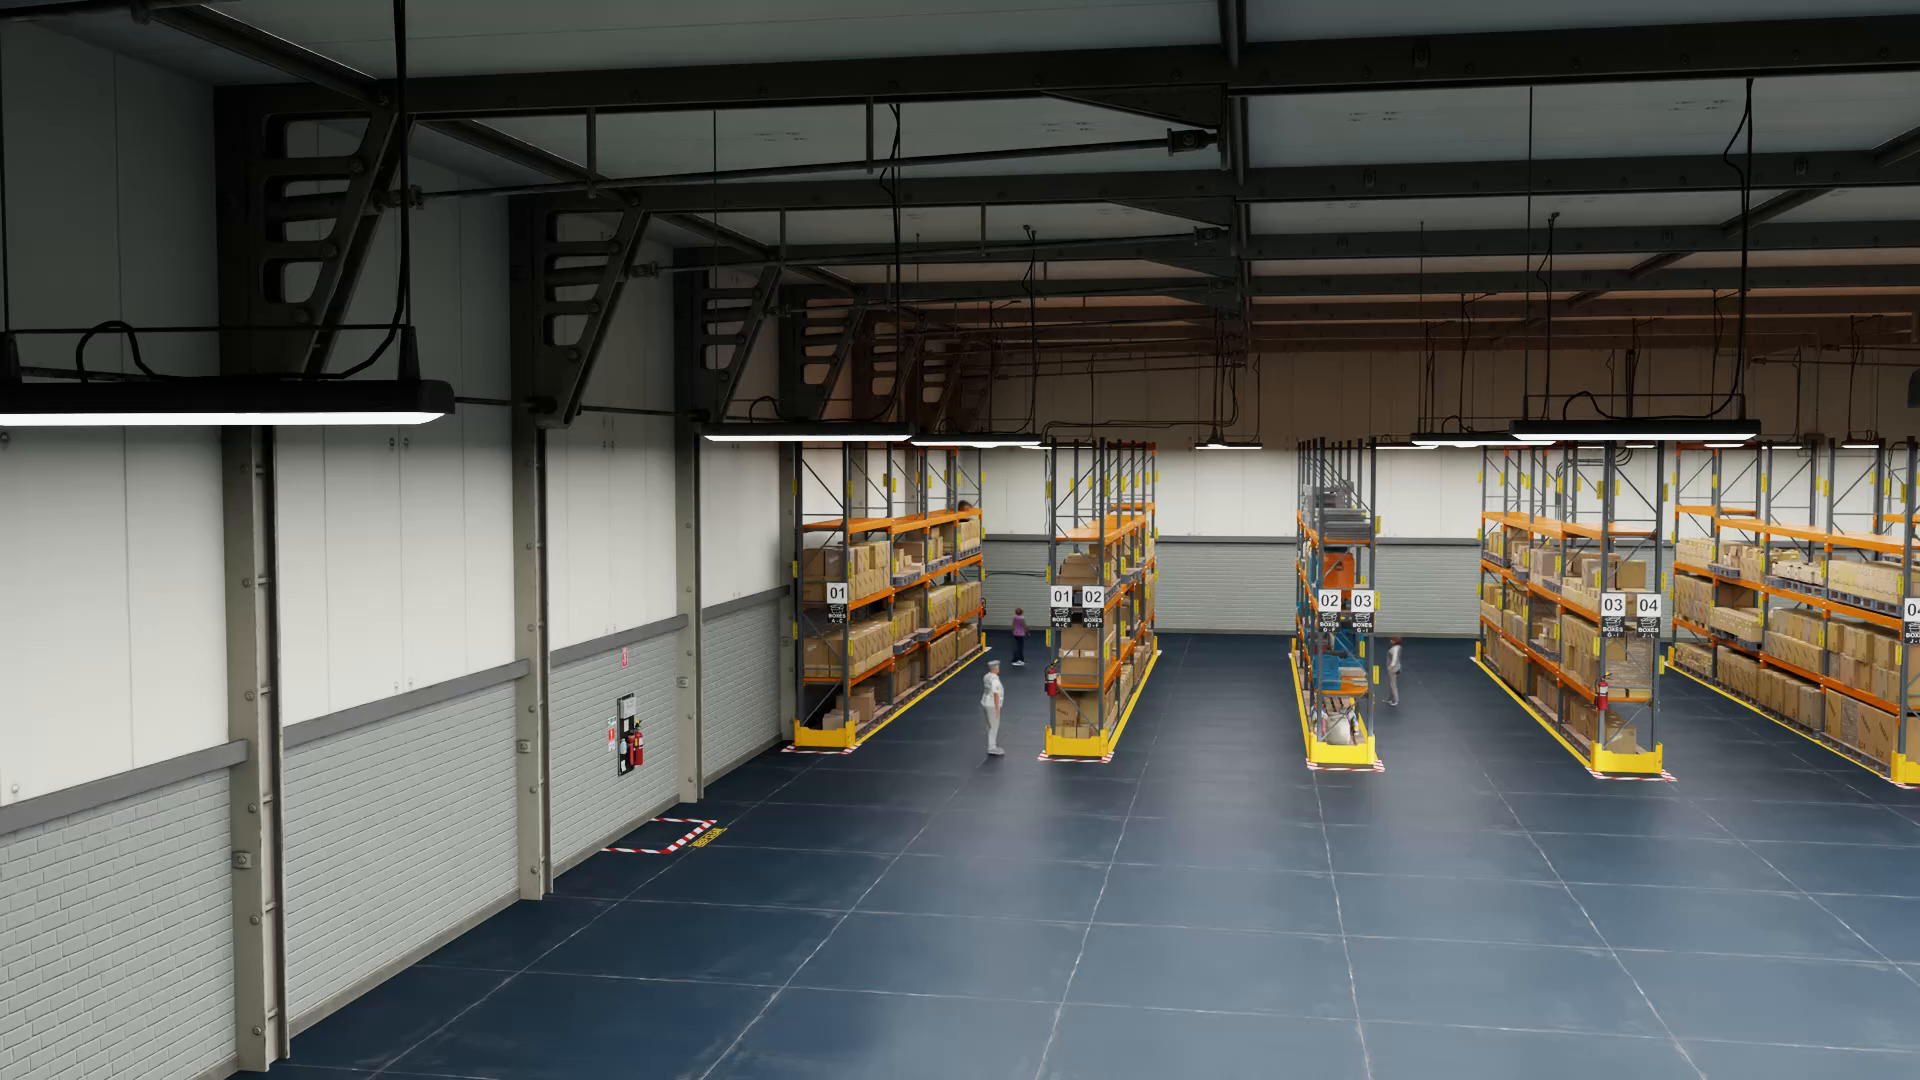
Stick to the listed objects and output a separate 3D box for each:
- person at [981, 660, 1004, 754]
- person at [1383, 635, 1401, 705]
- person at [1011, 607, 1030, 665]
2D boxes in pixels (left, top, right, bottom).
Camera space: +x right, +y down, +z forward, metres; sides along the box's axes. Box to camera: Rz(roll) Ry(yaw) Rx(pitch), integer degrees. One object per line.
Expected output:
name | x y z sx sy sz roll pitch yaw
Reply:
person | 0.630 3.167 31.541 0.418 1.765 0.544 -1 3 -18
person | 9.793 2.941 37.767 0.533 1.603 0.442 3 4 42
person | 1.624 2.598 44.490 0.583 1.624 0.425 -2 3 -30
